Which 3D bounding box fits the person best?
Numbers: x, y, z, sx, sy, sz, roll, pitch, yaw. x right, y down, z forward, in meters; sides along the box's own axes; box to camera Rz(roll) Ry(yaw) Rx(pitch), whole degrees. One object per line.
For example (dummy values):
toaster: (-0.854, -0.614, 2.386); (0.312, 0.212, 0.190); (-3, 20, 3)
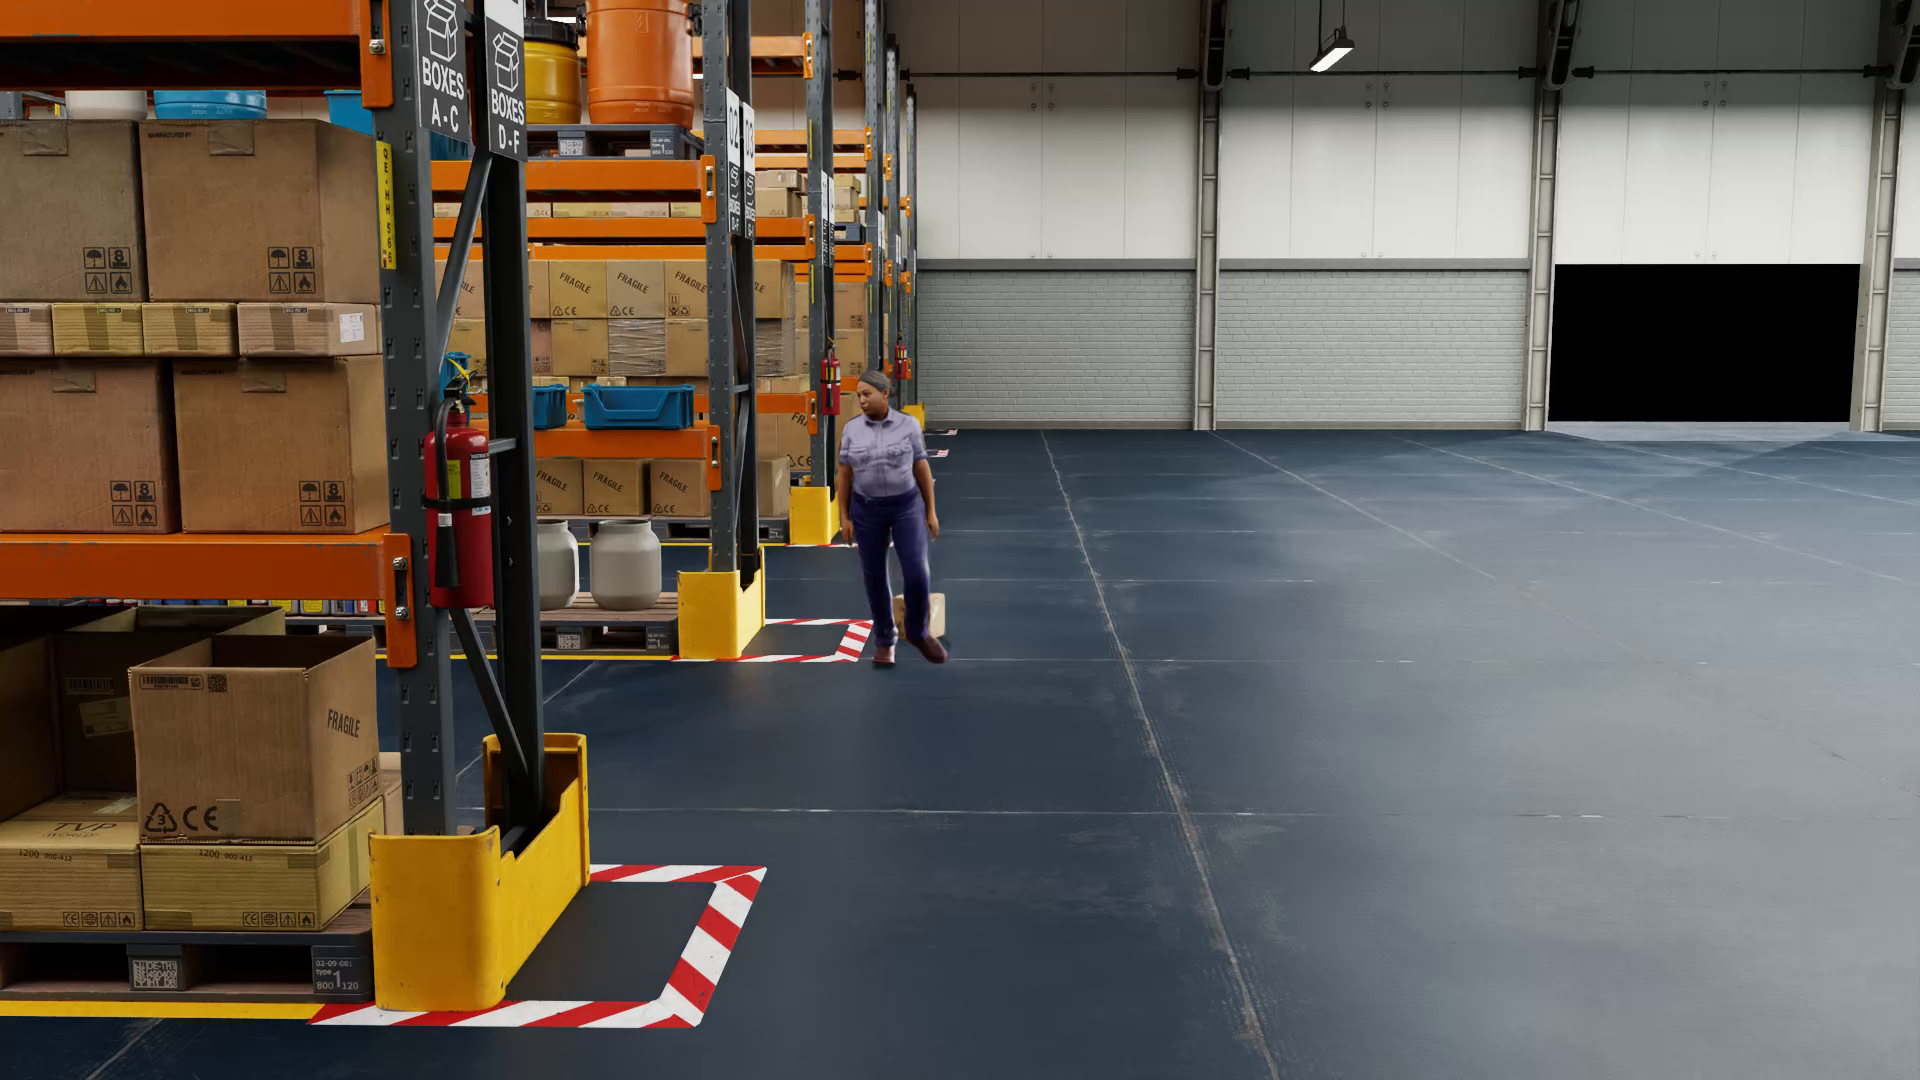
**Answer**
person: (-0.374, -0.111, 9.156); (0.608, 1.623, 0.483); (1, 7, 7)
